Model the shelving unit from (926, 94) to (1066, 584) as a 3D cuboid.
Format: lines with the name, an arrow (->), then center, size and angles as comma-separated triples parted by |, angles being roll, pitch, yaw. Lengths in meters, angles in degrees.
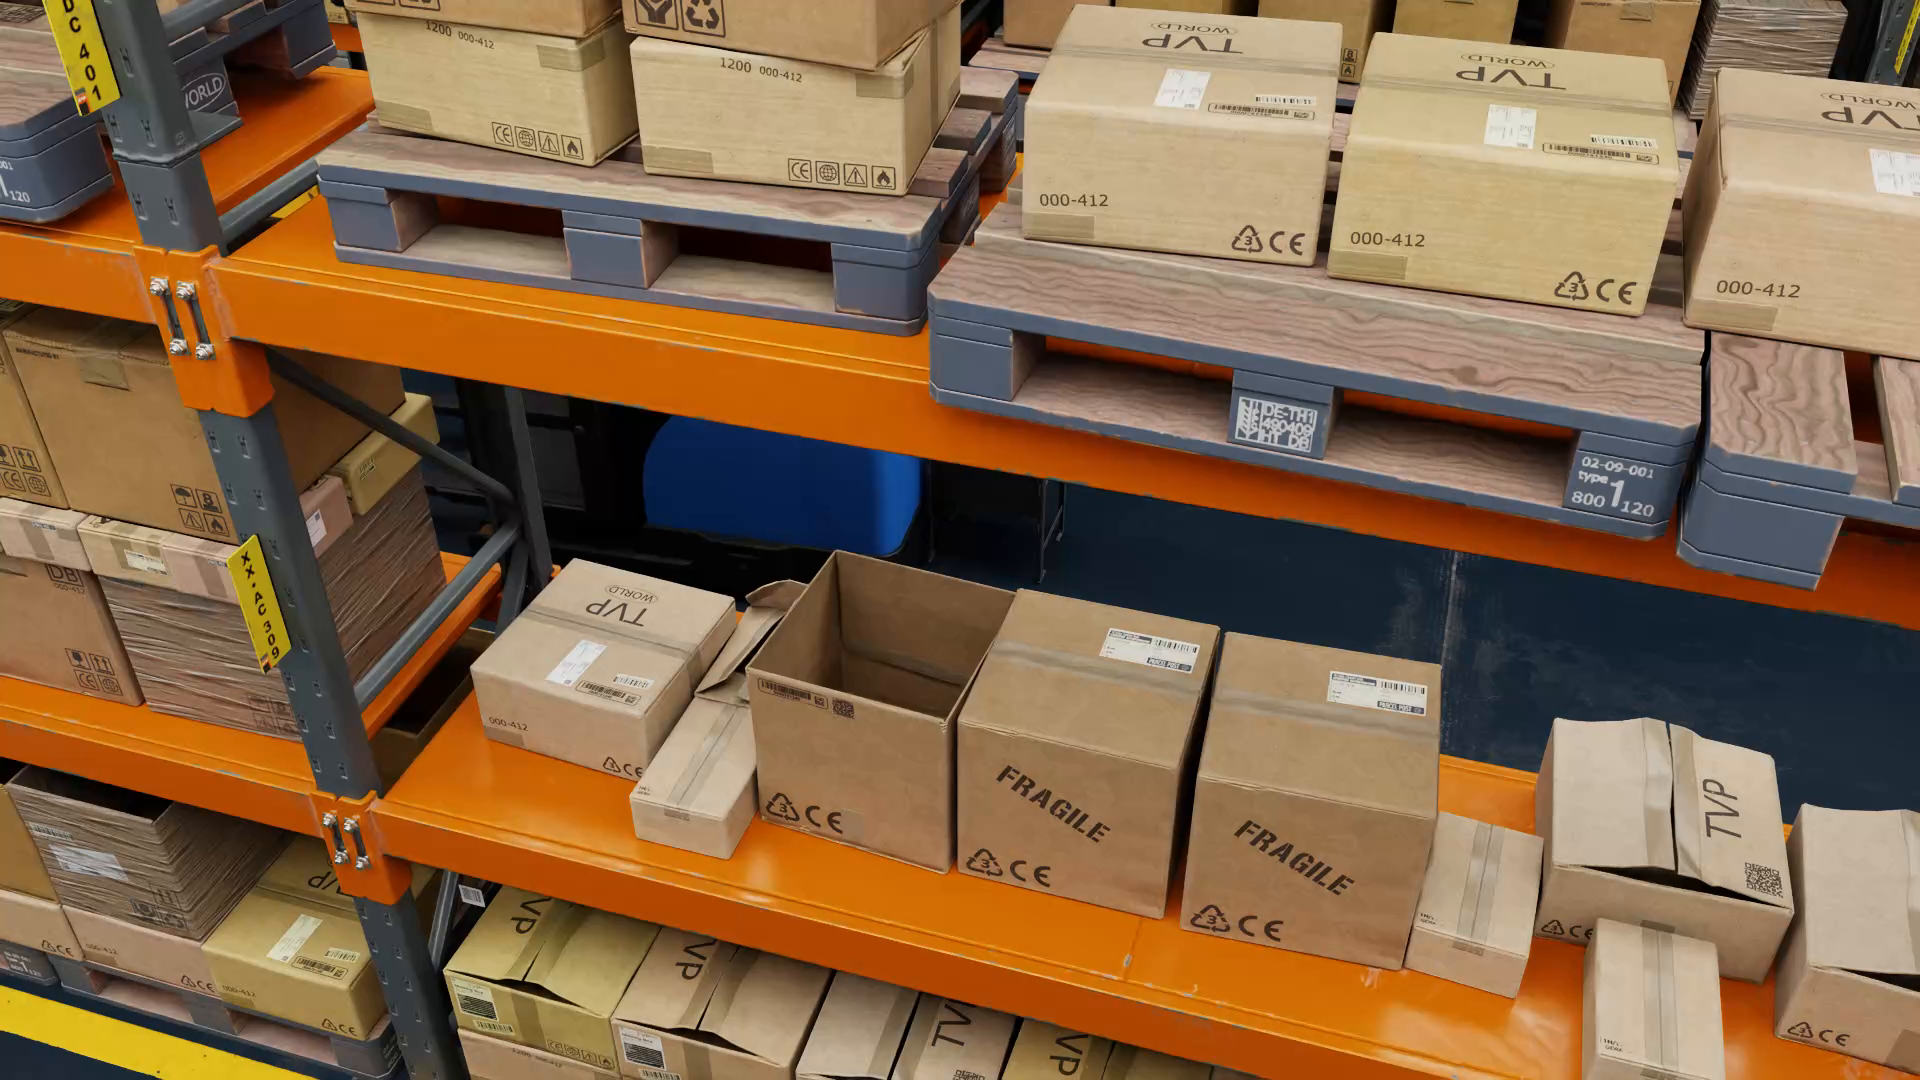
shelving unit -> 0.158, -0.816, 6.588 | 0.503, 2.100, 0.431 | 10, 38, 14

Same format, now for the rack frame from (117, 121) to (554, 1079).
rack frame -> -1.404, 0.213, 4.430 | 0.127, 3.000, 1.000 | 10, 38, 14

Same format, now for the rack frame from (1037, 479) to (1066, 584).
rack frame -> 0.391, -0.773, 6.529 | 0.015, 2.100, 0.400 | 10, 38, 14

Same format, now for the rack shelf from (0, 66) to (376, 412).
rack shelf -> -3.313, -1.059, 4.235 | 4.000, 0.370, 1.077 | 10, 38, 14

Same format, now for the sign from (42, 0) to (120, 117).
sign -> -1.568, -0.921, 2.937 | 0.005, 0.325, 0.100 | 10, 38, 14

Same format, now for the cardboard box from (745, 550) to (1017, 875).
cardboard box -> -0.173, 0.411, 4.077 | 0.500, 0.500, 0.500 | 13, 38, 17

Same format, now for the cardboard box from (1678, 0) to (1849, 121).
cardboard box -> 3.436, -2.178, 7.224 | 0.500, 0.500, 0.700 | 6, 37, 8

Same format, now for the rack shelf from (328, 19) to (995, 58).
rack shelf -> -1.839, -2.654, 8.933 | 4.000, 0.370, 1.077 | 10, 38, 14

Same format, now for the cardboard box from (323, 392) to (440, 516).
cardboard box -> -1.602, -0.246, 4.422 | 0.250, 0.149, 0.380 | 10, 38, 14

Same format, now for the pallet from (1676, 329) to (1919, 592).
pallet -> 1.740, -0.281, 2.731 | 1.003, 0.211, 1.213 | 12, 38, 16

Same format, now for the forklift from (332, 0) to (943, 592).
forklift -> -1.608, -1.351, 6.613 | 3.031, 2.935, 1.130 | 8, 37, 10

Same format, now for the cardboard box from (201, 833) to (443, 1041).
cardboard box -> -1.912, 1.193, 5.064 | 0.500, 0.250, 0.500 | 10, 38, 14

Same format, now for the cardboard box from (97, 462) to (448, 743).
cardboard box -> -1.829, 0.098, 4.502 | 0.500, 0.500, 0.700 | 10, 37, 13

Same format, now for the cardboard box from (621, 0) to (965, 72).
cardboard box -> -0.276, -1.187, 2.941 | 0.500, 0.500, 0.500 | 14, 39, 18

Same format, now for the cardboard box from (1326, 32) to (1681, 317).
cardboard box -> 0.916, -0.635, 2.824 | 0.500, 0.250, 0.500 | 10, 37, 13

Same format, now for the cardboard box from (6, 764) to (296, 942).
cardboard box -> -2.385, 0.796, 4.971 | 0.500, 0.500, 0.500 | 10, 38, 14

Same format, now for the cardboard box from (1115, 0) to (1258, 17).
cardboard box -> 1.077, -2.596, 7.791 | 0.500, 0.500, 0.700 | 14, 39, 19

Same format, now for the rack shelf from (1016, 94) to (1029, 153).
rack shelf -> 0.158, -1.369, 6.181 | 0.480, 0.518, 0.431 | 10, 38, 14

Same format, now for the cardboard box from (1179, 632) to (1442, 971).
cardboard box -> 0.808, 0.592, 3.830 | 0.500, 0.500, 0.500 | 9, 37, 11

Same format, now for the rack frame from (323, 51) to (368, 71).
rack frame -> -3.748, -3.298, 9.200 | 0.127, 3.000, 1.000 | 10, 38, 14

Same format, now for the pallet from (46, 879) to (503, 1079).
pallet -> -2.150, 1.172, 5.480 | 1.213, 0.211, 1.003 | 10, 38, 14

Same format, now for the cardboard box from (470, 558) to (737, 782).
cardboard box -> -0.921, 0.336, 4.390 | 0.500, 0.250, 0.500 | 13, 38, 17

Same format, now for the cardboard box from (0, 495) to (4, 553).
cardboard box -> -2.464, -0.151, 4.293 | 0.250, 0.149, 0.380 | 10, 38, 14

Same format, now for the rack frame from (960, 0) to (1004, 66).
rack frame -> 0.070, -2.591, 8.239 | 0.127, 3.000, 1.000 | 10, 38, 14

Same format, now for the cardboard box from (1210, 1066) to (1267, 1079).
cardboard box -> 0.862, 1.500, 4.174 | 0.500, 0.311, 0.500 | 10, 38, 14

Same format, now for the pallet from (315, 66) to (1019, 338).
pallet -> -0.558, -0.770, 3.396 | 1.217, 0.209, 0.805 | 9, 37, 12

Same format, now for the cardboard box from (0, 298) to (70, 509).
cardboard box -> -2.312, -0.513, 4.238 | 0.500, 0.500, 0.700 | 10, 38, 14

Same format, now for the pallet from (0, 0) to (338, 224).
pallet -> -2.226, -1.096, 3.752 | 1.213, 0.211, 1.003 | 10, 38, 14

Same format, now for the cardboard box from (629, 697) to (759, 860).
cardboard box -> -0.619, 0.586, 4.135 | 0.250, 0.149, 0.380 | 10, 38, 14

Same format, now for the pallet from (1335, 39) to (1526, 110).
pallet -> 1.986, -2.133, 7.779 | 1.213, 0.211, 1.003 | 10, 38, 14

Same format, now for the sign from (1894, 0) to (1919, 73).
sign -> 3.735, -2.009, 6.539 | 0.005, 0.325, 0.100 | 10, 38, 14

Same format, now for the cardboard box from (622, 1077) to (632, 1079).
cardboard box -> -0.605, 1.454, 4.710 | 0.500, 0.250, 0.500 | 11, 38, 15

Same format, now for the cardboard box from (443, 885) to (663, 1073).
cardboard box -> -1.084, 1.139, 4.664 | 0.500, 0.311, 0.500 | 11, 38, 14

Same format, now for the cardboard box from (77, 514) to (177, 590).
cardboard box -> -1.963, -0.060, 4.170 | 0.250, 0.149, 0.380 | 10, 37, 13

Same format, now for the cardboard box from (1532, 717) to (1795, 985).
cardboard box -> 1.618, 0.688, 3.860 | 0.500, 0.311, 0.500 | 10, 38, 13

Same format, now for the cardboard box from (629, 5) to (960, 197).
cardboard box -> -0.293, -0.894, 3.176 | 0.500, 0.250, 0.500 | 7, 37, 9

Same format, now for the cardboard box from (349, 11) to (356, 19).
cardboard box -> -2.877, -2.896, 8.763 | 0.500, 0.250, 0.500 | 9, 37, 12

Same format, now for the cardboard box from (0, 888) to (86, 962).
cardboard box -> -2.867, 1.019, 5.301 | 0.500, 0.250, 0.500 | 10, 38, 14

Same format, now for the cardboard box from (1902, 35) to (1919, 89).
cardboard box -> 4.417, -2.117, 7.244 | 0.500, 0.500, 0.500 | 11, 38, 14

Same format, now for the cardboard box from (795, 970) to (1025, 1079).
cardboard box -> -0.113, 1.322, 4.416 | 0.500, 0.311, 0.500 | 9, 37, 12

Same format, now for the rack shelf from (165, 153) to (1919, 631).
rack shelf -> 0.505, -0.352, 3.274 | 4.000, 0.370, 1.077 | 10, 38, 14

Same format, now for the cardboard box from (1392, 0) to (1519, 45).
cardboard box -> 2.240, -2.386, 7.506 | 0.500, 0.500, 0.700 | 10, 38, 14
